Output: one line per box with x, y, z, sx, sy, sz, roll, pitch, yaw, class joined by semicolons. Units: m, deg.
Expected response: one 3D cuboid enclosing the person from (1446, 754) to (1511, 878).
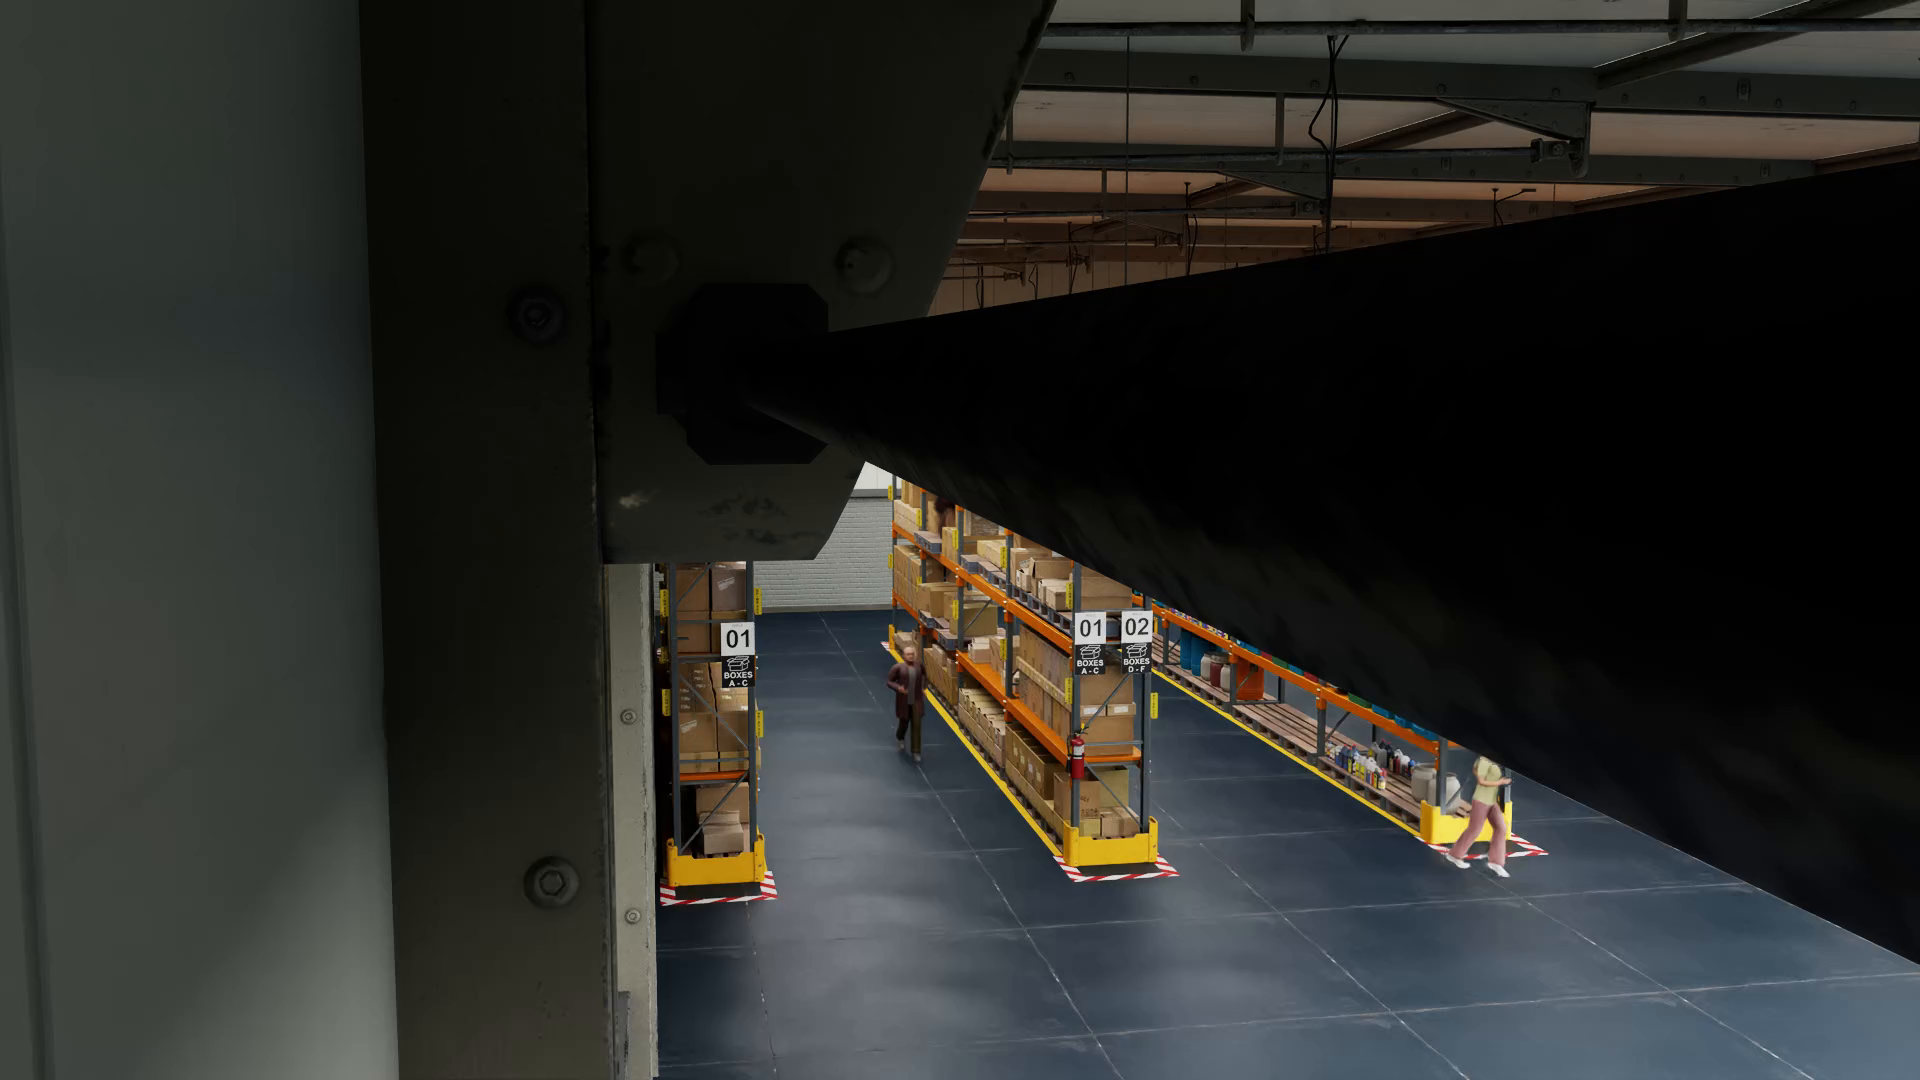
6.464;3.283;20.585;0.765;1.718;0.581;4;7;31;person

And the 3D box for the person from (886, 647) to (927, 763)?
-0.818;2.577;26.411;0.704;1.770;1.032;-2;6;-14;person
